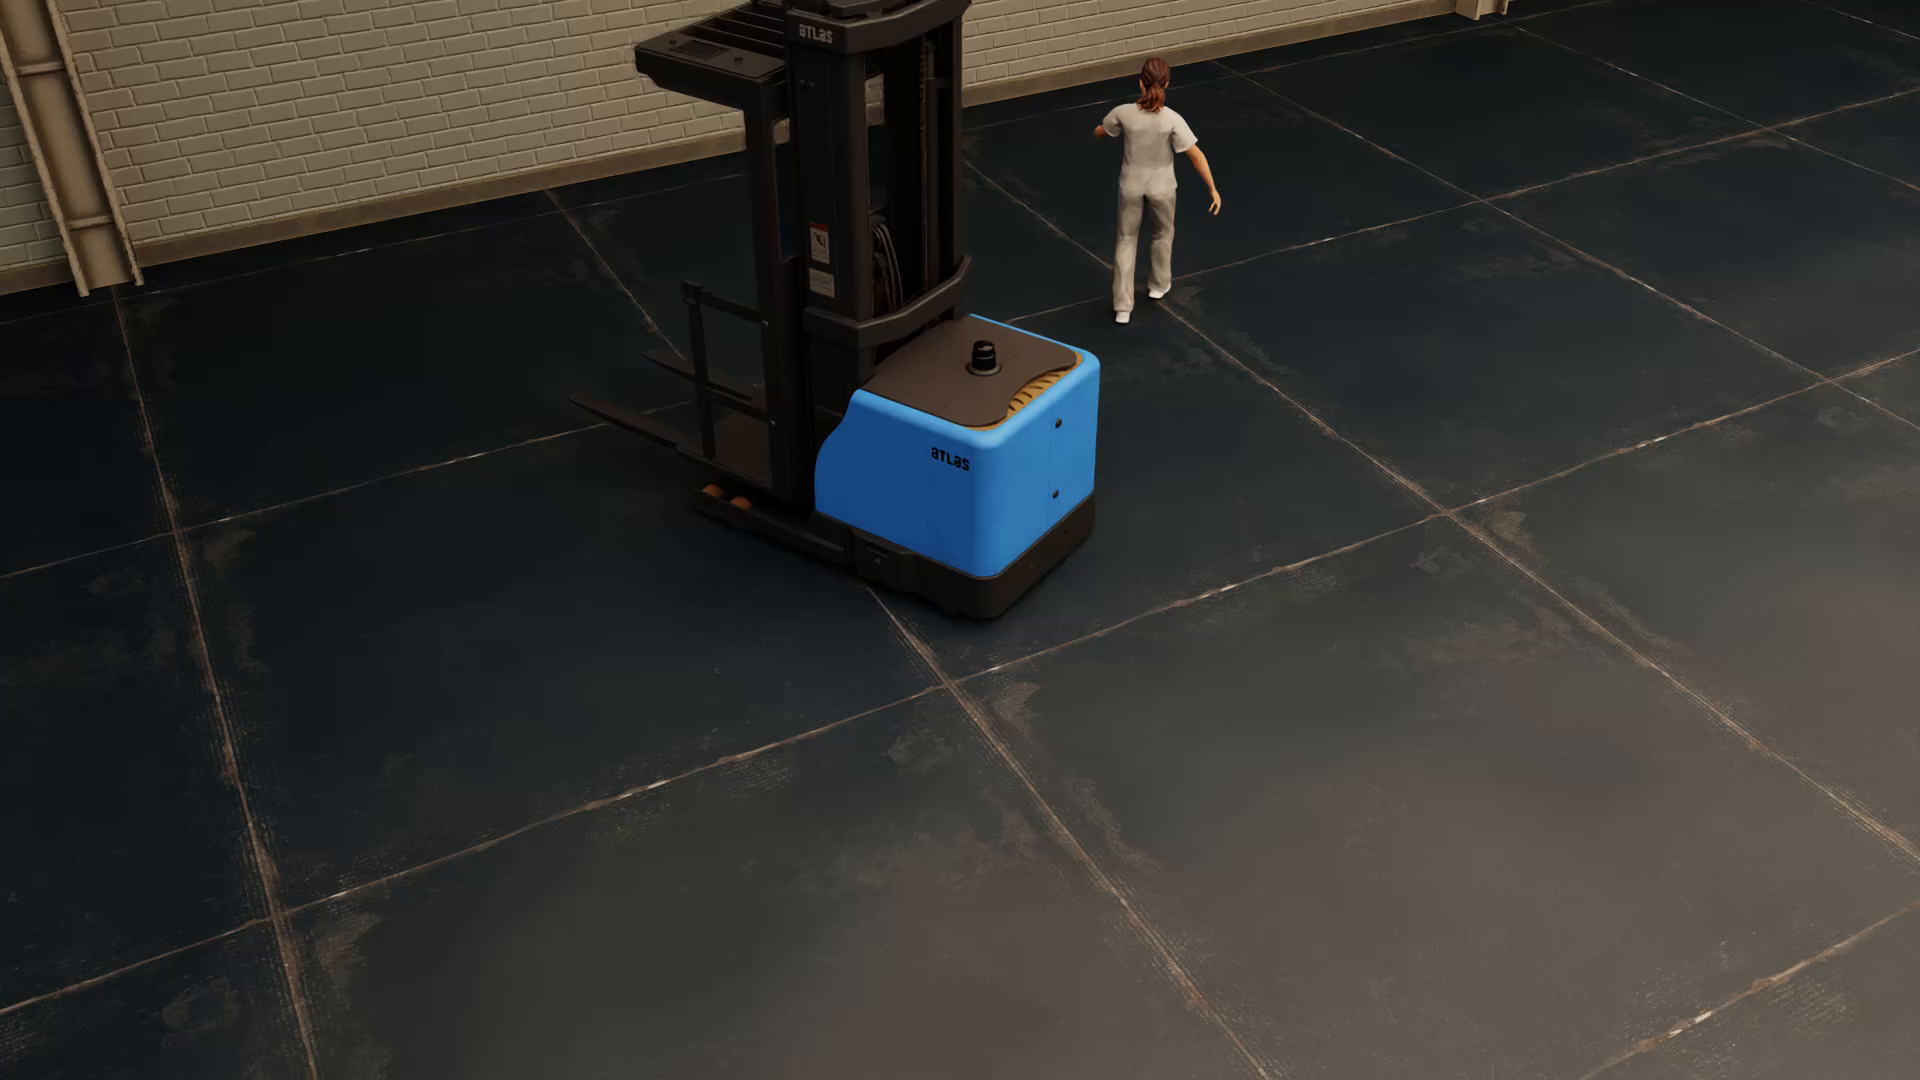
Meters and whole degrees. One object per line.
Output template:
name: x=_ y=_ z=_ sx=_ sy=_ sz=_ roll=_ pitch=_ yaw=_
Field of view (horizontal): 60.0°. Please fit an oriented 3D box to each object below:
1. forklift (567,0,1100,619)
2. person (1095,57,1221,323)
forklift: x=-0.801 y=-1.484 z=8.222 sx=3.031 sy=2.935 sz=1.130 roll=22 pitch=41 yaw=28
person: x=1.213 y=-2.206 z=10.376 sx=0.870 sy=1.663 sz=0.715 roll=8 pitch=36 yaw=12
